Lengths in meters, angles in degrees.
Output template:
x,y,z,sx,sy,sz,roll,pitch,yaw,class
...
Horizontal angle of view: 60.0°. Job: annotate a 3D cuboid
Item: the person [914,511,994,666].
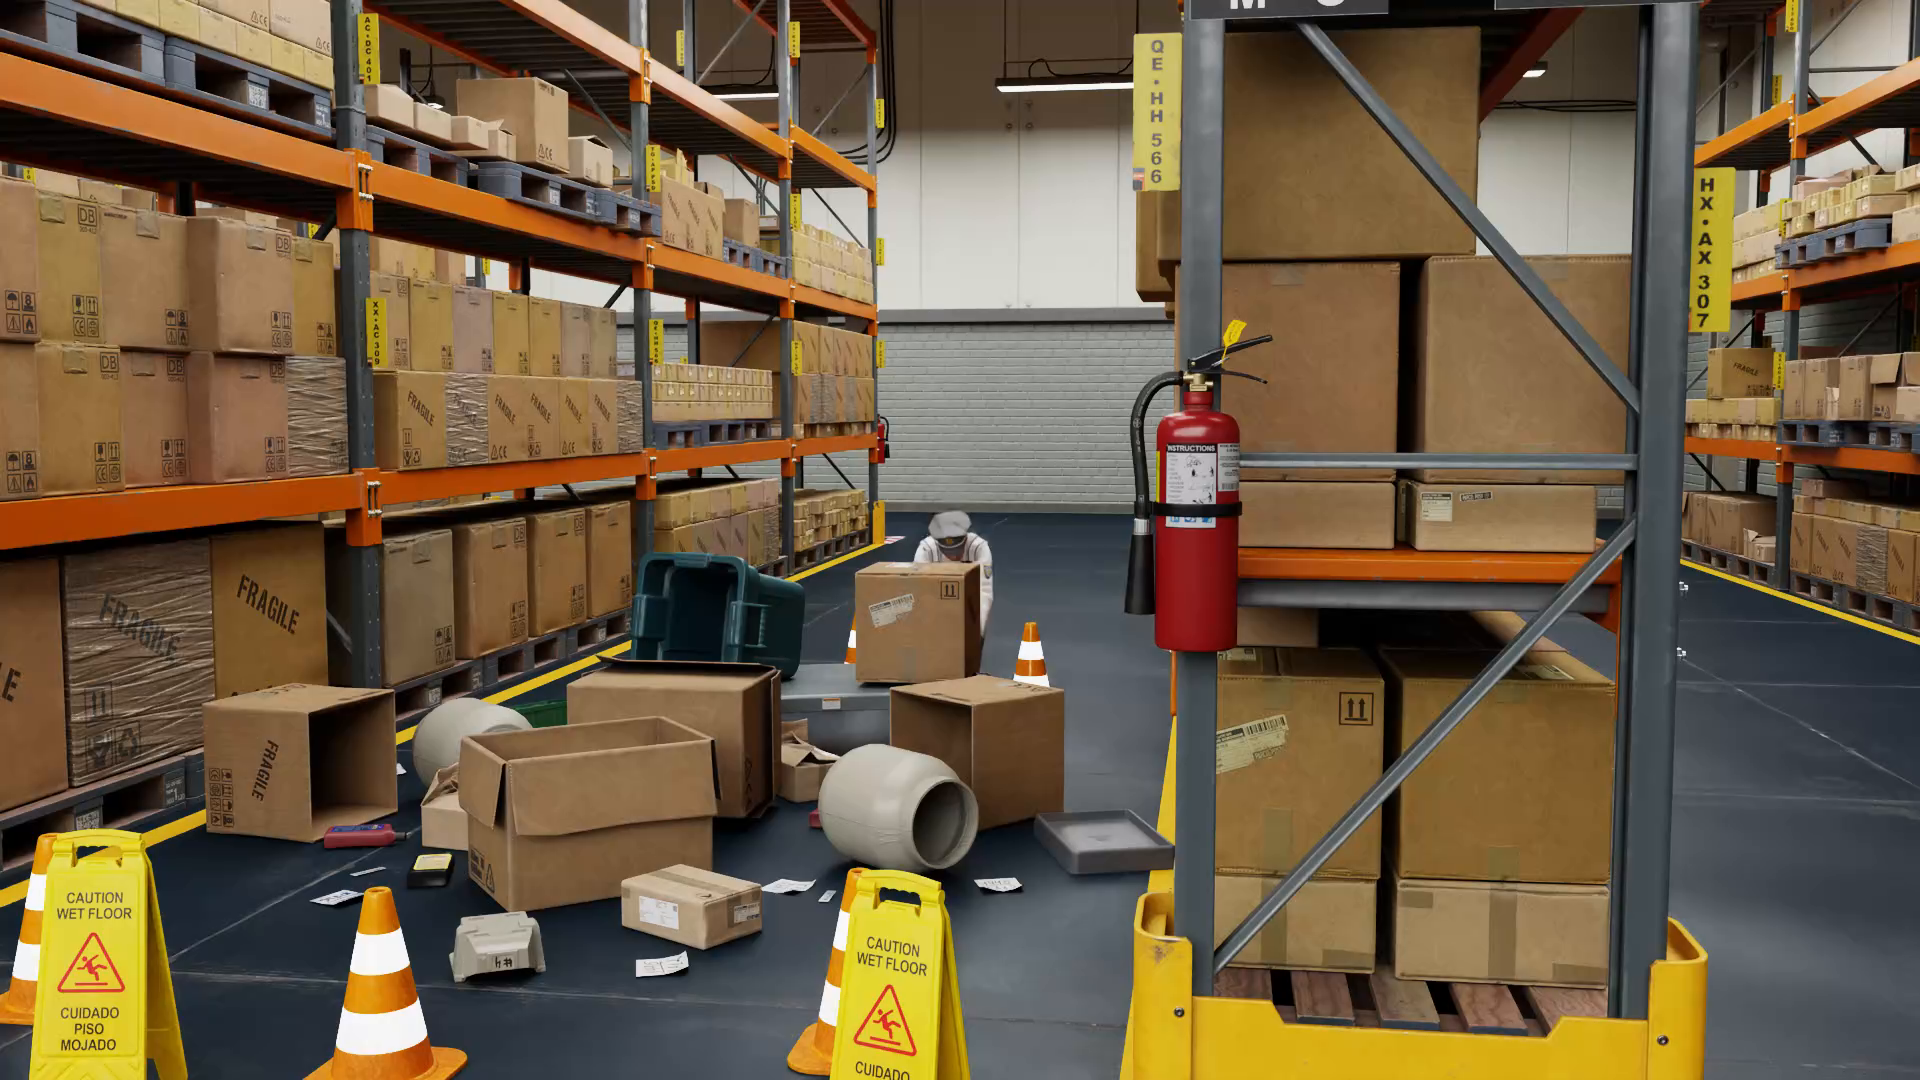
x,y,z,sx,sy,sz,roll,pitch,yaw,class
-0.032,0.331,9.782,0.500,1.028,0.837,1,5,9,person
